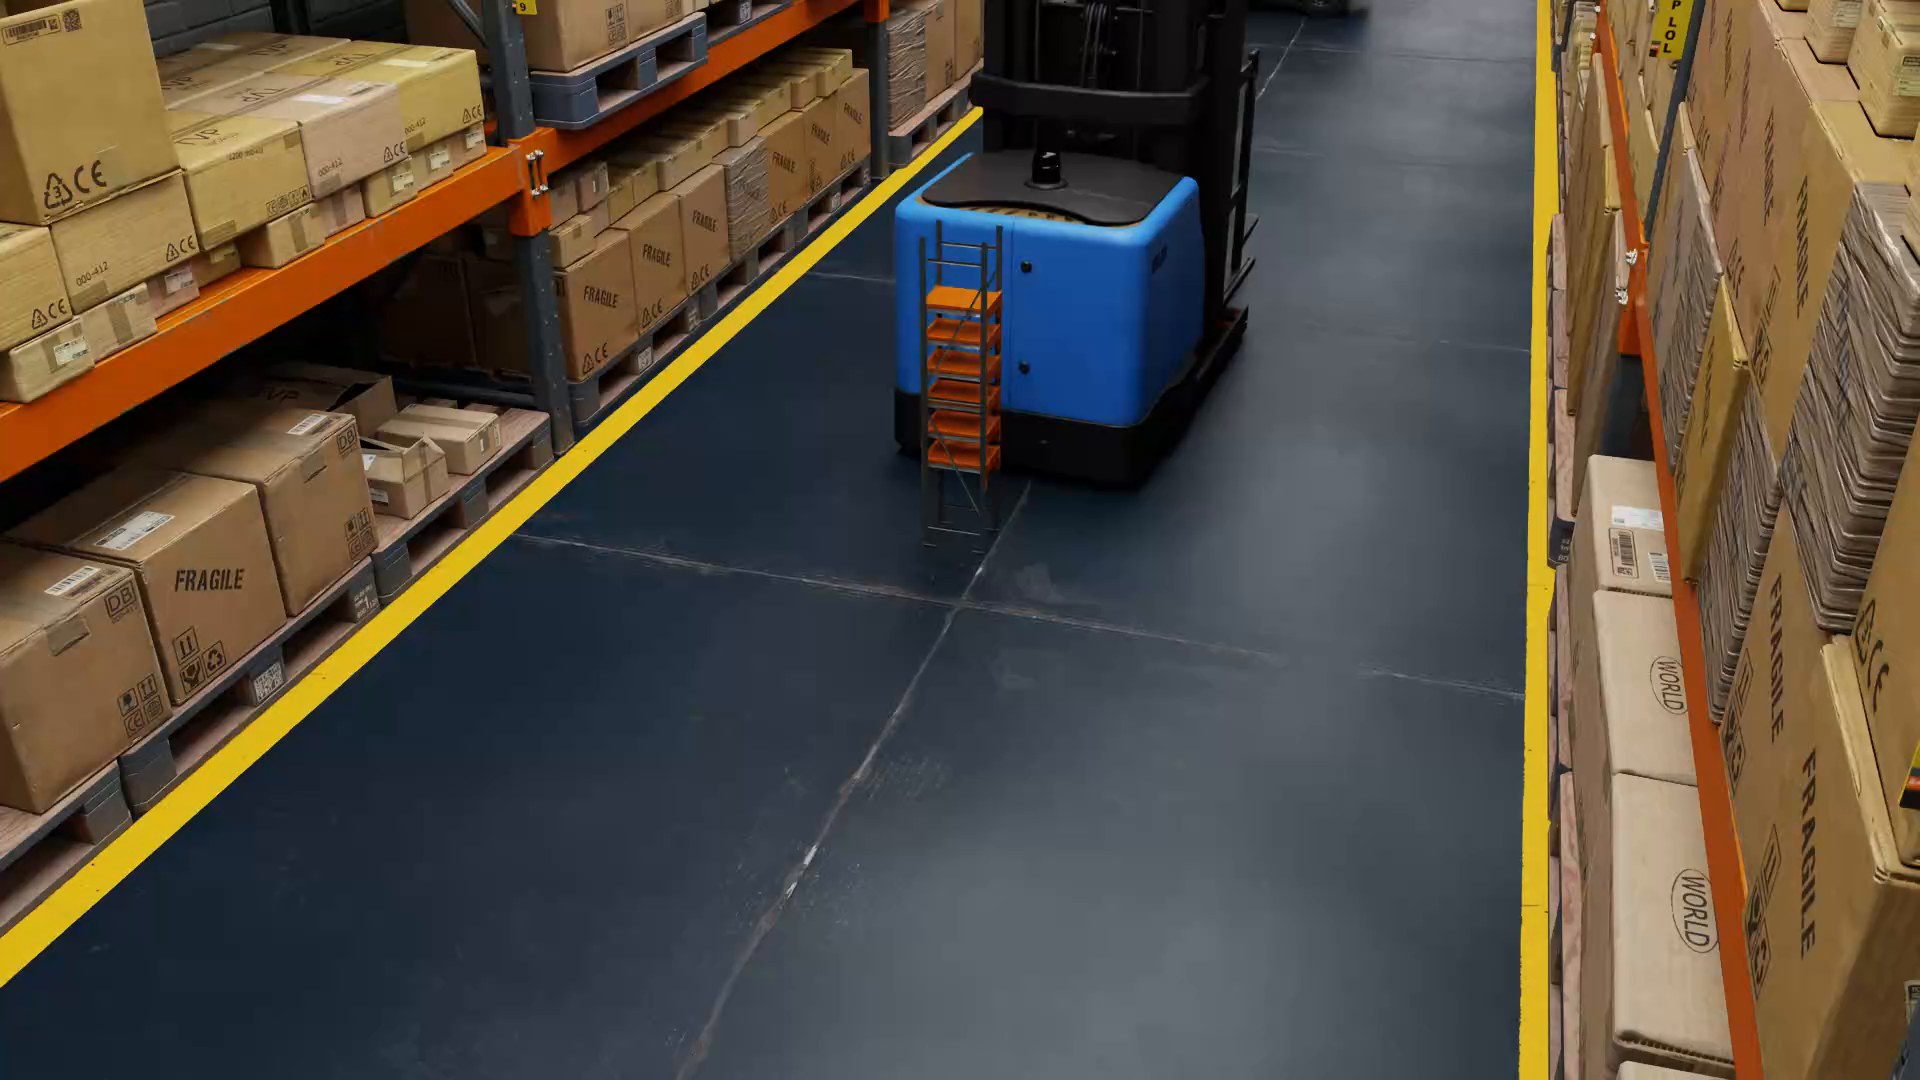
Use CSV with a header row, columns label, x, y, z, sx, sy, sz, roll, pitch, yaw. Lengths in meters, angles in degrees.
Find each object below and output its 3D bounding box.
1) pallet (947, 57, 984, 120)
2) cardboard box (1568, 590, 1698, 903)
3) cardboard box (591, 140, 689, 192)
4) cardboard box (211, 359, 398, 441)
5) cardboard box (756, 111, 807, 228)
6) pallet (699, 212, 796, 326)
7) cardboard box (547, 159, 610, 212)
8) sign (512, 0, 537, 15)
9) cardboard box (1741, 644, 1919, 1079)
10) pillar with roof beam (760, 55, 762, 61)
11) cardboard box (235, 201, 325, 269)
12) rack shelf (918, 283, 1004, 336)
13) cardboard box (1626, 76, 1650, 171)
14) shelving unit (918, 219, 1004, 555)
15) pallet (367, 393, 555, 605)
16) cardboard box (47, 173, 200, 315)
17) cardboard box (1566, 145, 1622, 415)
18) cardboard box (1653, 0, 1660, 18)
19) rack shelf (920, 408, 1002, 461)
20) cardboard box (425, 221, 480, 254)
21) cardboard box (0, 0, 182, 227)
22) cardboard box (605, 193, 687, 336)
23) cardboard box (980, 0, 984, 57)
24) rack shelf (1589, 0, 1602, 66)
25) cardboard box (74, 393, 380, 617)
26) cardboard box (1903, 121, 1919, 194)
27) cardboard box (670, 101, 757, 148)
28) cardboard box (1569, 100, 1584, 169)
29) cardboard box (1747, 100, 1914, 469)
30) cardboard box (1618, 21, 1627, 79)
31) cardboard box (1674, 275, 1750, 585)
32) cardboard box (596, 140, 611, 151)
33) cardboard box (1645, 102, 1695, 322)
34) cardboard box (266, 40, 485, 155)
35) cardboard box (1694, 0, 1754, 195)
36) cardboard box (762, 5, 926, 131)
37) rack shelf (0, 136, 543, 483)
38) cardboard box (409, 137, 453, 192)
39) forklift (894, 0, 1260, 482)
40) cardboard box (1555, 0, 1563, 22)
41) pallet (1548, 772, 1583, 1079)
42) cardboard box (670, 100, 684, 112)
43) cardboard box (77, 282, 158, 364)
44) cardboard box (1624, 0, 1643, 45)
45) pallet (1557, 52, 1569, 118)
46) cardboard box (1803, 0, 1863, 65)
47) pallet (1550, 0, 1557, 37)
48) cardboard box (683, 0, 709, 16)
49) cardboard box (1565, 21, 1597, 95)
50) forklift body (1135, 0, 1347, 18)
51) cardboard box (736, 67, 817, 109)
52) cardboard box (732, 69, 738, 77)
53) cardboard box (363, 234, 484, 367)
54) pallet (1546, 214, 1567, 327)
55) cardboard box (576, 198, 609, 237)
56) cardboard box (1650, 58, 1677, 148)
label,x,y,z,sx,sy,sz,roll,pitch,yaw
pallet,-0.293,-3.333,12.024,1.003,0.211,1.213,8,30,15
cardboard box,2.091,0.585,4.316,0.875,0.438,0.875,8,30,13
cardboard box,-1.498,-1.754,7.790,0.380,0.149,0.250,8,30,15
cardboard box,-2.526,-0.486,6.371,0.500,0.311,0.500,10,30,17
cardboard box,-1.159,-1.998,8.896,0.500,0.500,0.500,10,31,17
pallet,-1.547,-1.484,8.700,1.003,0.211,1.213,8,30,15
cardboard box,-1.716,-1.511,7.047,0.380,0.149,0.250,7,30,12
sign,-1.585,-2.055,5.968,0.100,0.325,0.005,8,30,15
cardboard box,1.355,0.510,2.146,0.500,0.500,0.500,9,30,15
pillar with roof beam,2.705,-6.351,8.410,9.100,9.000,0.400,8,30,15
cardboard box,-2.218,-0.967,5.162,0.380,0.149,0.250,8,30,14
rack shelf,0.004,-0.807,5.817,0.258,0.103,0.180,8,30,15
cardboard box,2.681,-1.459,5.942,0.500,0.250,0.500,8,30,14
shelving unit,0.004,-0.531,5.970,0.258,1.200,0.189,8,30,15
pallet,-2.309,-0.213,6.415,1.003,0.211,1.213,8,30,15
cardboard box,-2.466,-0.839,4.521,0.500,0.250,0.500,8,30,14
cardboard box,3.003,-1.019,6.750,0.875,0.875,0.875,9,30,16
cardboard box,2.676,-2.009,5.645,0.500,0.500,0.500,9,30,16
rack shelf,0.004,-0.387,6.050,0.258,0.103,0.180,8,30,15
cardboard box,-2.274,-1.337,7.040,0.380,0.149,0.250,7,30,13
cardboard box,-2.449,-1.153,4.314,0.500,0.500,0.500,9,30,16
cardboard box,-1.602,-1.283,7.610,0.500,0.500,0.500,8,30,14
cardboard box,-0.135,-4.010,12.384,0.875,0.625,0.625,8,30,14
rack shelf,4.401,-3.518,10.228,1.077,0.370,4.000,8,30,15
cardboard box,-2.417,-0.127,5.533,0.700,0.500,0.500,7,30,13
cardboard box,1.540,-0.509,2.281,0.380,0.149,0.250,9,30,16
cardboard box,-1.251,-2.106,8.422,0.380,0.149,0.250,7,30,12
cardboard box,3.990,-2.199,9.388,0.950,0.372,0.625,6,30,11
cardboard box,1.654,-0.400,2.752,0.500,0.500,0.500,8,30,15
cardboard box,3.137,-2.161,7.204,0.500,0.250,0.500,9,30,17
cardboard box,1.797,-0.204,3.428,0.500,0.500,0.500,9,30,16
cardboard box,-1.934,-1.945,8.132,0.380,0.149,0.250,9,30,16
cardboard box,2.252,-0.907,4.692,0.500,0.500,0.500,9,30,17
cardboard box,-2.022,-1.543,5.787,0.500,0.250,0.500,9,30,16
cardboard box,2.115,-1.104,4.017,0.500,0.500,0.500,8,30,14
cardboard box,-0.736,-3.043,10.645,0.875,0.625,0.625,9,30,16
rack shelf,-2.693,-0.506,4.815,1.077,0.370,4.000,8,30,15
cardboard box,-2.014,-1.332,5.818,0.380,0.149,0.250,9,30,16
forklift,0.737,-2.206,7.201,1.130,2.935,3.031,11,31,18
cardboard box,5.052,-4.305,13.300,0.500,0.250,0.500,8,30,14
pallet,1.986,1.086,4.081,1.003,0.211,1.213,8,30,15
cardboard box,-1.682,-2.298,8.767,0.380,0.149,0.250,8,30,14
cardboard box,-2.438,-0.612,4.523,0.380,0.149,0.250,9,30,16
cardboard box,2.957,-2.152,6.672,0.500,0.250,0.500,9,30,16
pallet,4.761,-3.181,11.751,1.003,0.211,1.213,8,30,15
cardboard box,1.834,-0.993,3.151,0.380,0.149,0.250,9,30,15
pallet,5.508,-4.429,13.994,1.003,0.211,1.213,8,30,15
cardboard box,-1.331,-2.466,7.304,0.396,0.266,0.258,10,31,17
cardboard box,4.629,-3.218,11.220,0.950,0.372,0.625,10,31,18
forklift body,2.604,-5.814,14.490,2.313,2.155,1.214,8,30,15
cardboard box,-1.005,-2.471,9.078,0.380,0.149,0.250,7,30,13
cardboard box,-1.487,-2.666,9.429,0.380,0.149,0.250,9,30,16
cardboard box,-2.245,-1.112,7.302,0.500,0.500,0.500,8,30,15
pallet,3.511,-1.328,8.421,1.003,0.211,1.213,8,30,15
cardboard box,-1.739,-1.393,7.141,0.380,0.149,0.250,8,30,13
cardboard box,2.537,-1.436,5.386,0.500,0.250,0.500,8,30,15
